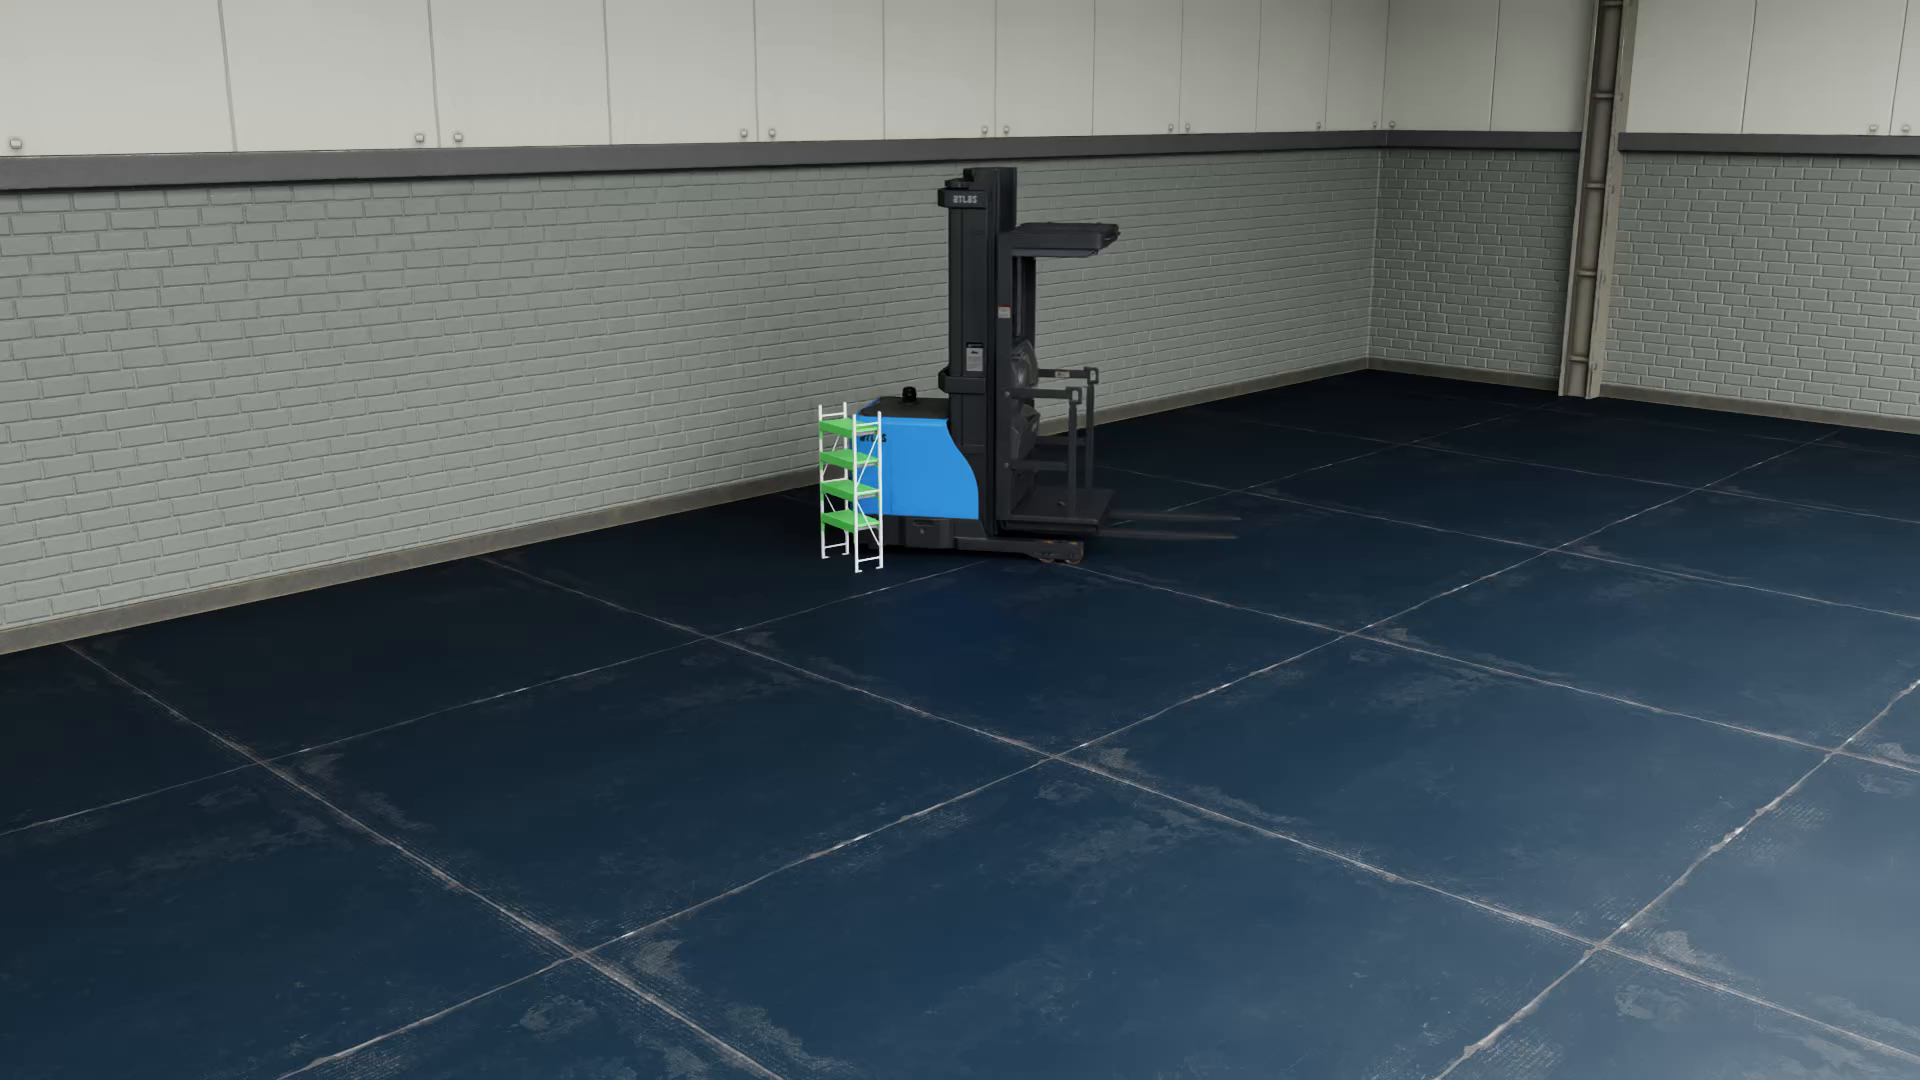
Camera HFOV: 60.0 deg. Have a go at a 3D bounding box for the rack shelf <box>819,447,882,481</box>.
[{"bbox_3d":[-0.830,-0.577,12.567,0.258,0.148,0.480,-10,18,-34],"label":"rack shelf"}]

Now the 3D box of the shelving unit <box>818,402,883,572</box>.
[{"bbox_3d":[-0.830,-0.406,12.611,0.258,1.200,0.503,-10,18,-34],"label":"shelving unit"}]

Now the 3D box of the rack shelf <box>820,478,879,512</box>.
[{"bbox_3d":[-0.830,-0.344,12.628,0.258,0.148,0.480,-10,18,-34],"label":"rack shelf"}]

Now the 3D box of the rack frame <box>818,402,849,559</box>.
[{"bbox_3d":[-0.972,-0.456,12.804,0.240,1.200,0.015,-10,18,-34],"label":"rack frame"}]

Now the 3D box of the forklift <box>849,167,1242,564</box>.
[{"bbox_3d":[0.691,-1.379,12.911,3.031,2.935,1.130,3,15,12],"label":"forklift"}]

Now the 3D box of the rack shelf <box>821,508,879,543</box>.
[{"bbox_3d":[-0.830,-0.112,12.688,0.258,0.148,0.480,-10,18,-34],"label":"rack shelf"}]

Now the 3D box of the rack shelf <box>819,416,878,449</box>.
[{"bbox_3d":[-0.830,-0.809,12.507,0.258,0.148,0.480,-10,18,-34],"label":"rack shelf"}]

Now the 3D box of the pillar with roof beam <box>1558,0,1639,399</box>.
[{"bbox_3d":[4.509,-5.322,16.012,0.400,9.000,9.100,14,20,42],"label":"pillar with roof beam"}]

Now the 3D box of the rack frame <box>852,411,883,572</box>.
[{"bbox_3d":[-0.688,-0.356,12.419,0.240,1.200,0.015,-10,18,-34],"label":"rack frame"}]
